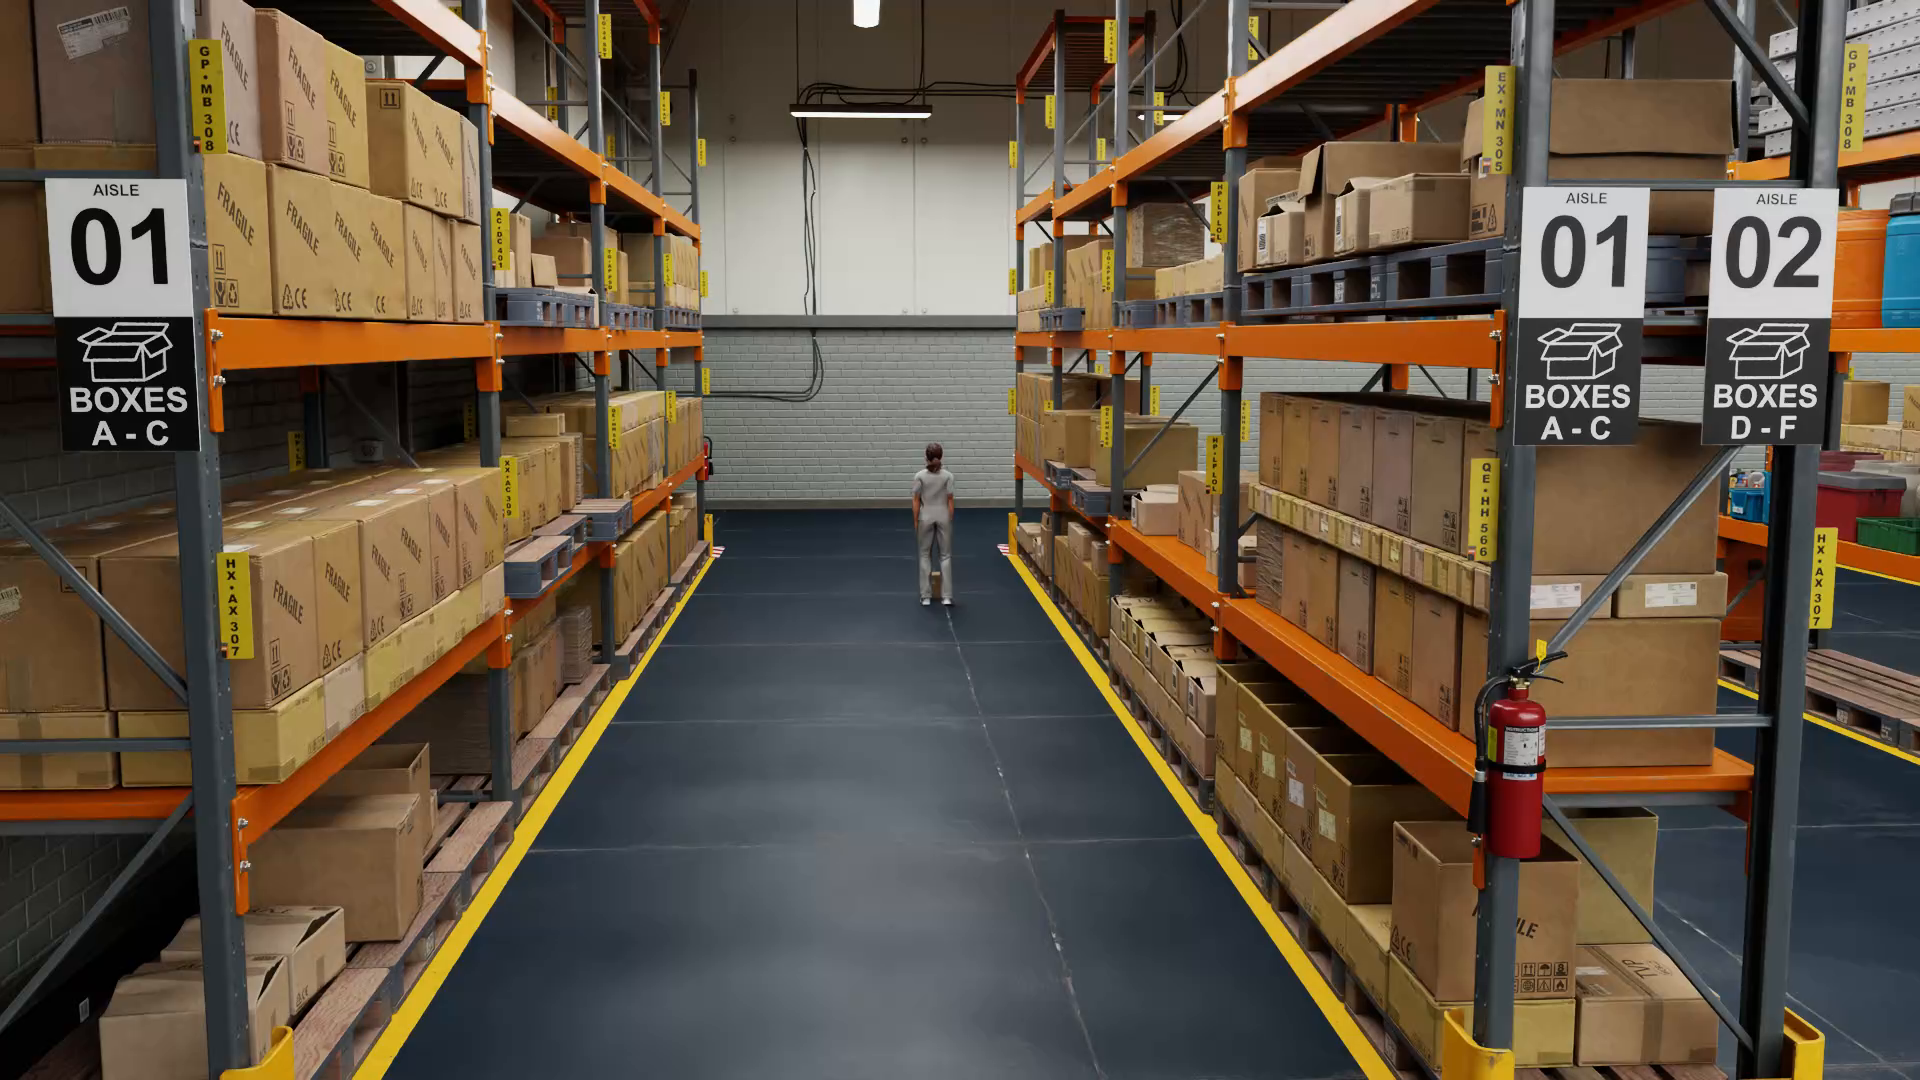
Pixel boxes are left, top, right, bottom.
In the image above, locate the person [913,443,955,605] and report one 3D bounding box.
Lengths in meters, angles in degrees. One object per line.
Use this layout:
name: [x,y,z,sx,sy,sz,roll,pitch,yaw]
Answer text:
person: [-0.270,-0.157,17.131,0.437,1.678,0.361,0,7,-2]
